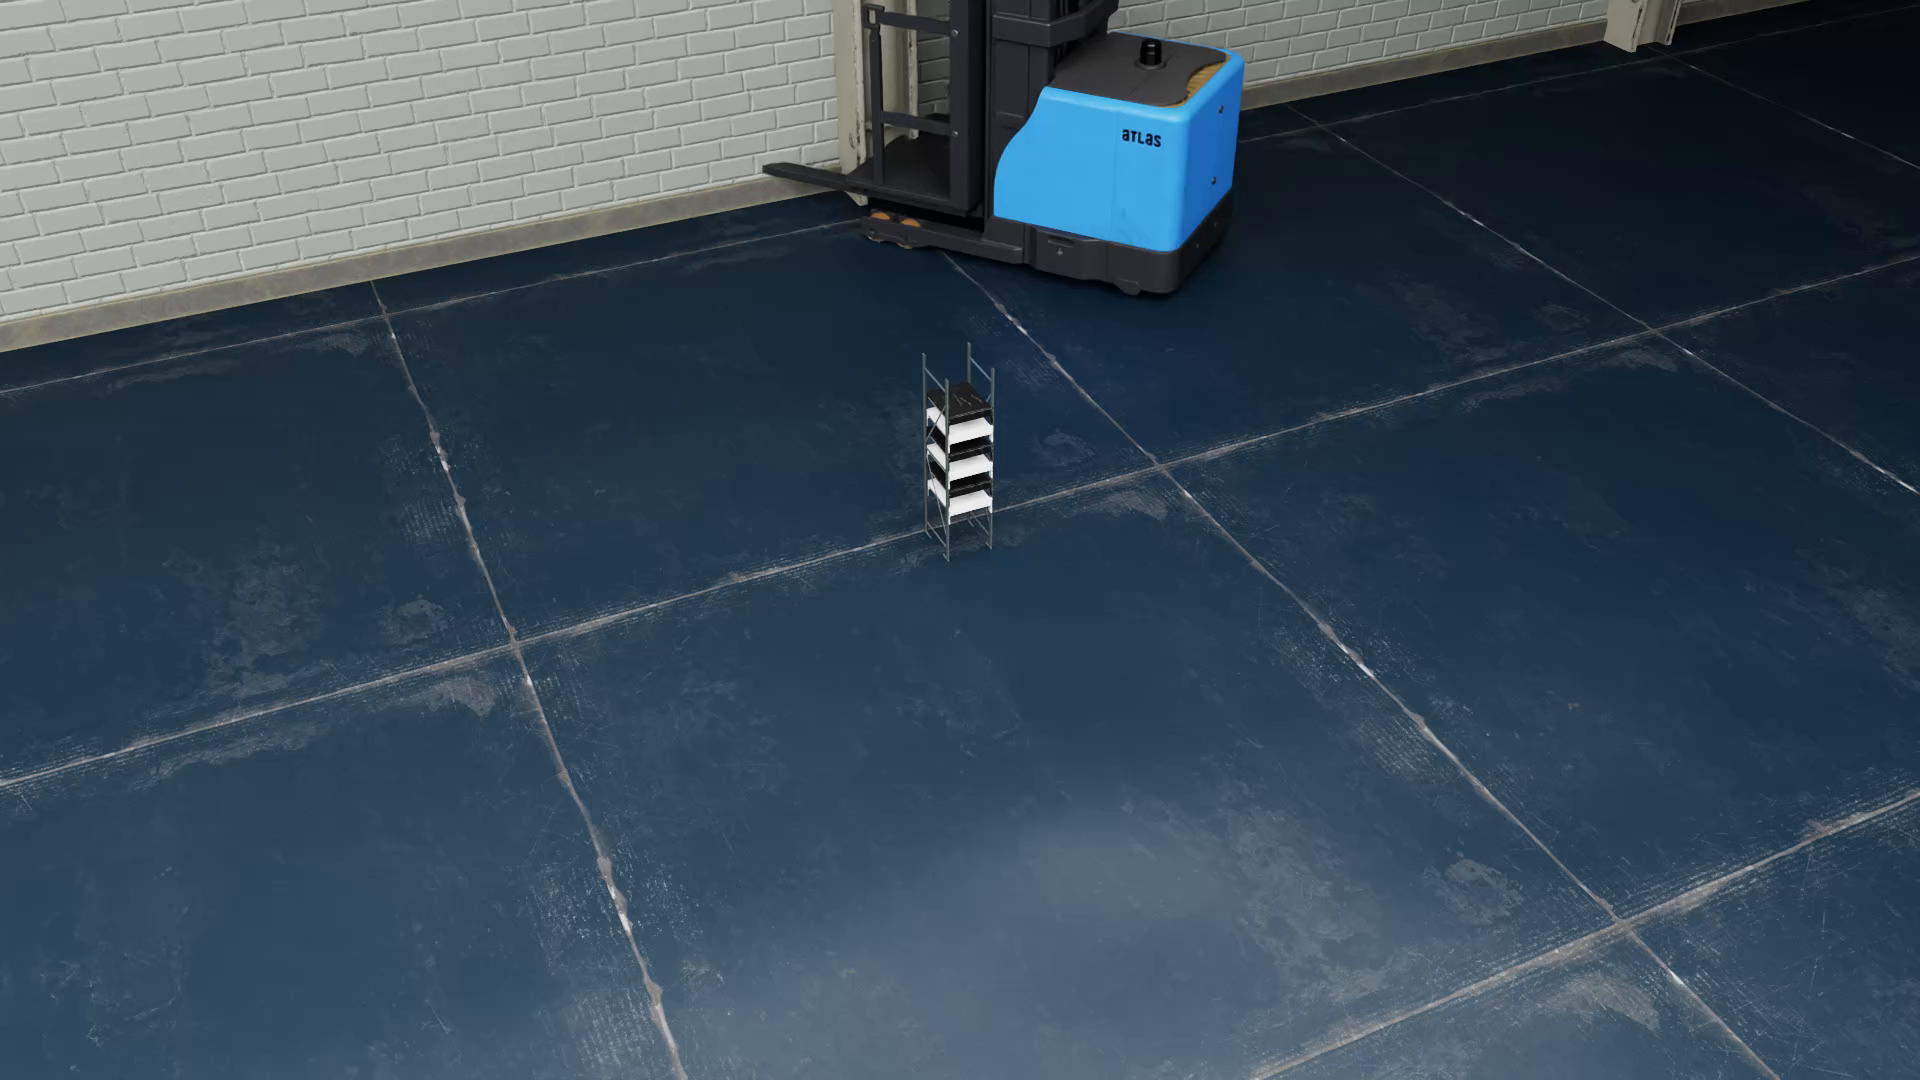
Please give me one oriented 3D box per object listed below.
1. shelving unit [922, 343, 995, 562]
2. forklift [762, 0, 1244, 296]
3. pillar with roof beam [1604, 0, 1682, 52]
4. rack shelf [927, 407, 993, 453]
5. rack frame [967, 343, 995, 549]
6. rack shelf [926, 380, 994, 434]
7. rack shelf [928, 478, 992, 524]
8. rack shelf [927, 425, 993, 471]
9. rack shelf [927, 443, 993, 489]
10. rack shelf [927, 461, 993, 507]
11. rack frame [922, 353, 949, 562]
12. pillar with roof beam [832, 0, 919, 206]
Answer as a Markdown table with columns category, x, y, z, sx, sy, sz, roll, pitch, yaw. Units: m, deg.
| category | x | y | z | sx | sy | sz | roll | pitch | yaw |
| --- | --- | --- | --- | --- | --- | --- | --- | --- | --- |
| shelving unit | -0.007 | -0.359 | 6.979 | 0.210 | 0.900 | 0.258 | -16 | 39 | -20 |
| forklift | 0.005 | -3.099 | 8.968 | 3.031 | 2.935 | 1.130 | 16 | 40 | 21 |
| pillar with roof beam | 6.776 | -4.942 | 6.359 | 0.400 | 9.000 | 9.100 | -16 | 39 | -20 |
| rack shelf | -0.007 | -0.477 | 6.892 | 0.200 | 0.077 | 0.258 | -16 | 39 | -20 |
| rack frame | 0.085 | -0.385 | 7.014 | 0.006 | 0.900 | 0.240 | -16 | 39 | -20 |
| rack shelf | -0.007 | -0.549 | 6.838 | 0.200 | 0.077 | 0.258 | -16 | 39 | -20 |
| rack shelf | -0.007 | -0.188 | 7.106 | 0.200 | 0.077 | 0.258 | -16 | 39 | -20 |
| rack shelf | -0.007 | -0.405 | 6.945 | 0.200 | 0.077 | 0.258 | -16 | 39 | -20 |
| rack shelf | -0.007 | -0.333 | 6.999 | 0.200 | 0.077 | 0.258 | -16 | 39 | -20 |
| rack shelf | -0.007 | -0.260 | 7.053 | 0.200 | 0.077 | 0.258 | -16 | 39 | -20 |
| rack frame | -0.099 | -0.334 | 6.944 | 0.006 | 0.900 | 0.240 | -16 | 39 | -20 |
| pillar with roof beam | 1.344 | -3.423 | 4.312 | 0.400 | 9.000 | 9.100 | -16 | 39 | -20 |
